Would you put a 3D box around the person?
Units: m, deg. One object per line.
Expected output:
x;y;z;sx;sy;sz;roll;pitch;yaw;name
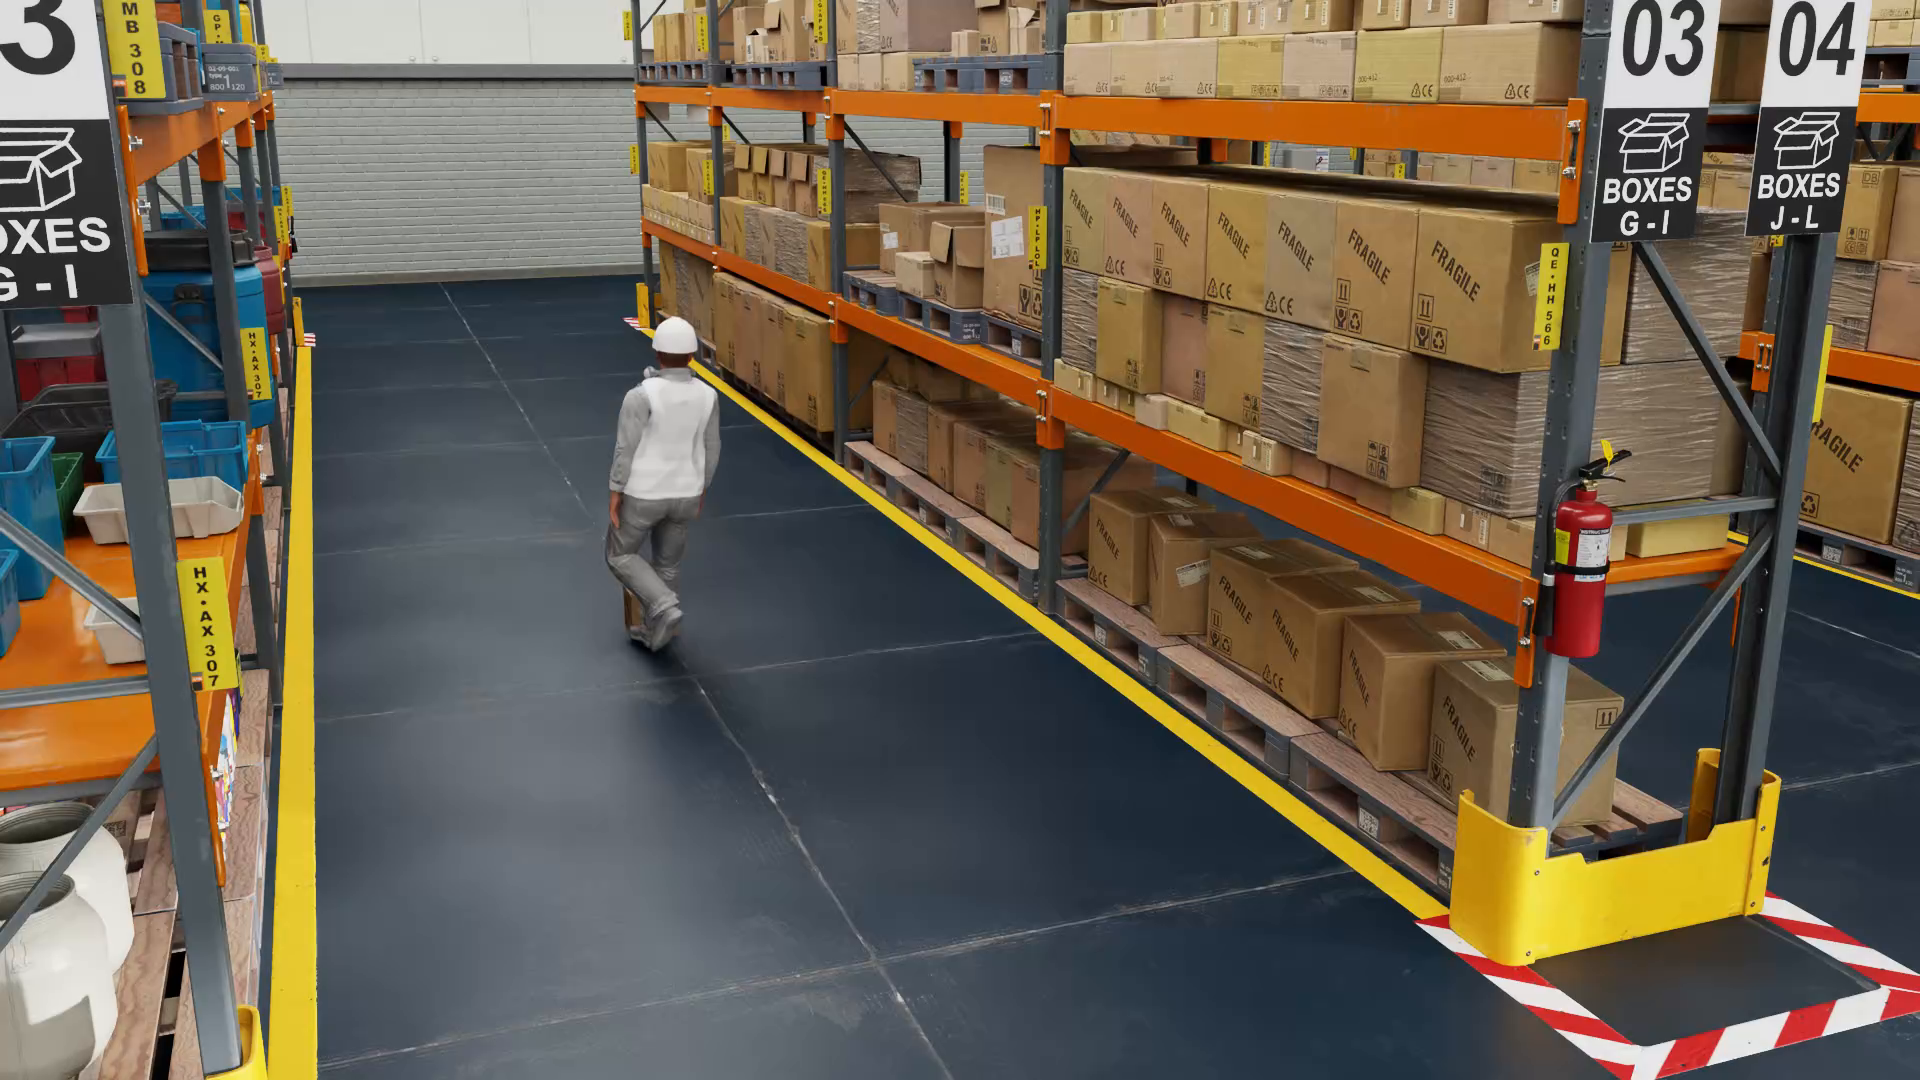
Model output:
-1.542;-0.268;8.424;0.601;1.752;0.688;-11;19;-34;person
